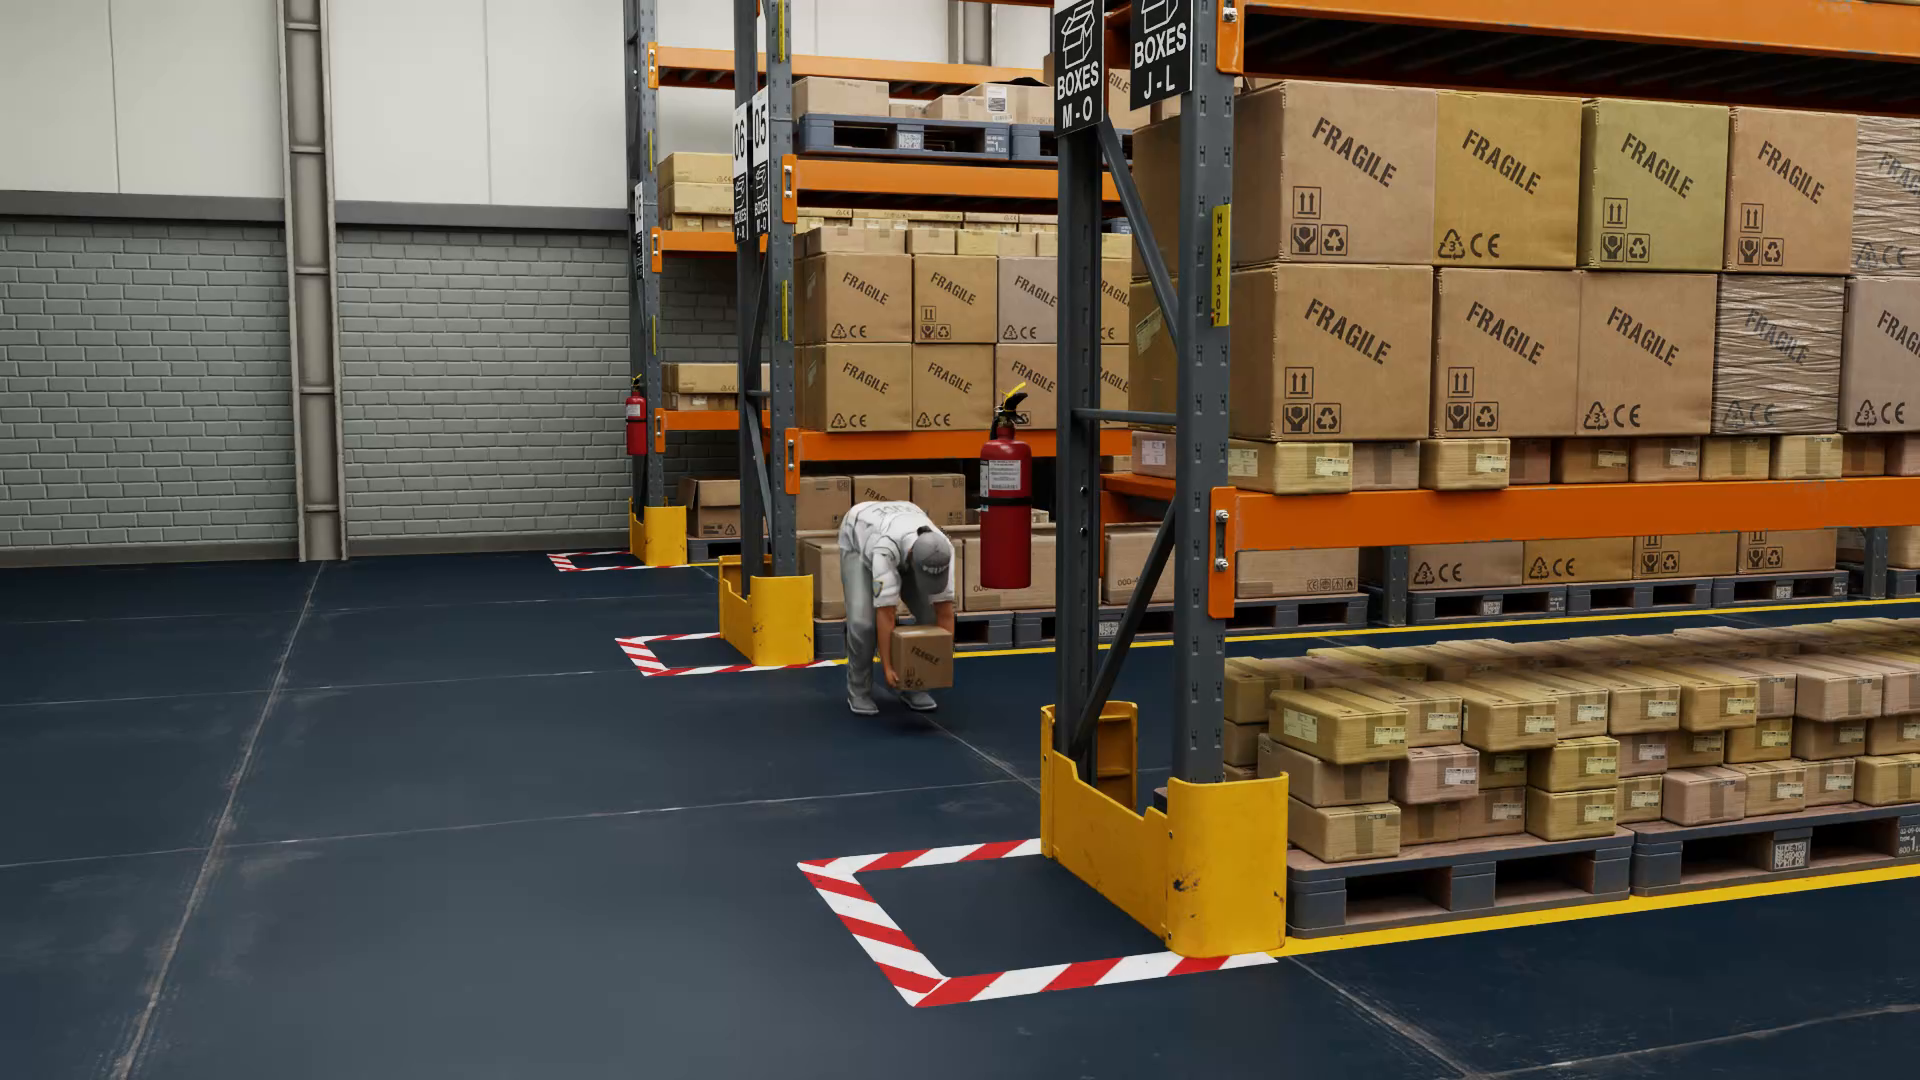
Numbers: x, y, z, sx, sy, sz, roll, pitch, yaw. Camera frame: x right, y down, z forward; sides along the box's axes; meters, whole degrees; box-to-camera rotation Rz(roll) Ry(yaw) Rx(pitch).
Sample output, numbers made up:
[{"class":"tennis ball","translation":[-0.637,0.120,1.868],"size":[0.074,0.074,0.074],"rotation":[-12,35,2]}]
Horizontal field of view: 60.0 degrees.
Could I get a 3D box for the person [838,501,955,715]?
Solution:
[{"class":"person","translation":[-0.274,0.338,7.917],"size":[0.494,1.025,0.951],"rotation":[-2,6,-21]}]
